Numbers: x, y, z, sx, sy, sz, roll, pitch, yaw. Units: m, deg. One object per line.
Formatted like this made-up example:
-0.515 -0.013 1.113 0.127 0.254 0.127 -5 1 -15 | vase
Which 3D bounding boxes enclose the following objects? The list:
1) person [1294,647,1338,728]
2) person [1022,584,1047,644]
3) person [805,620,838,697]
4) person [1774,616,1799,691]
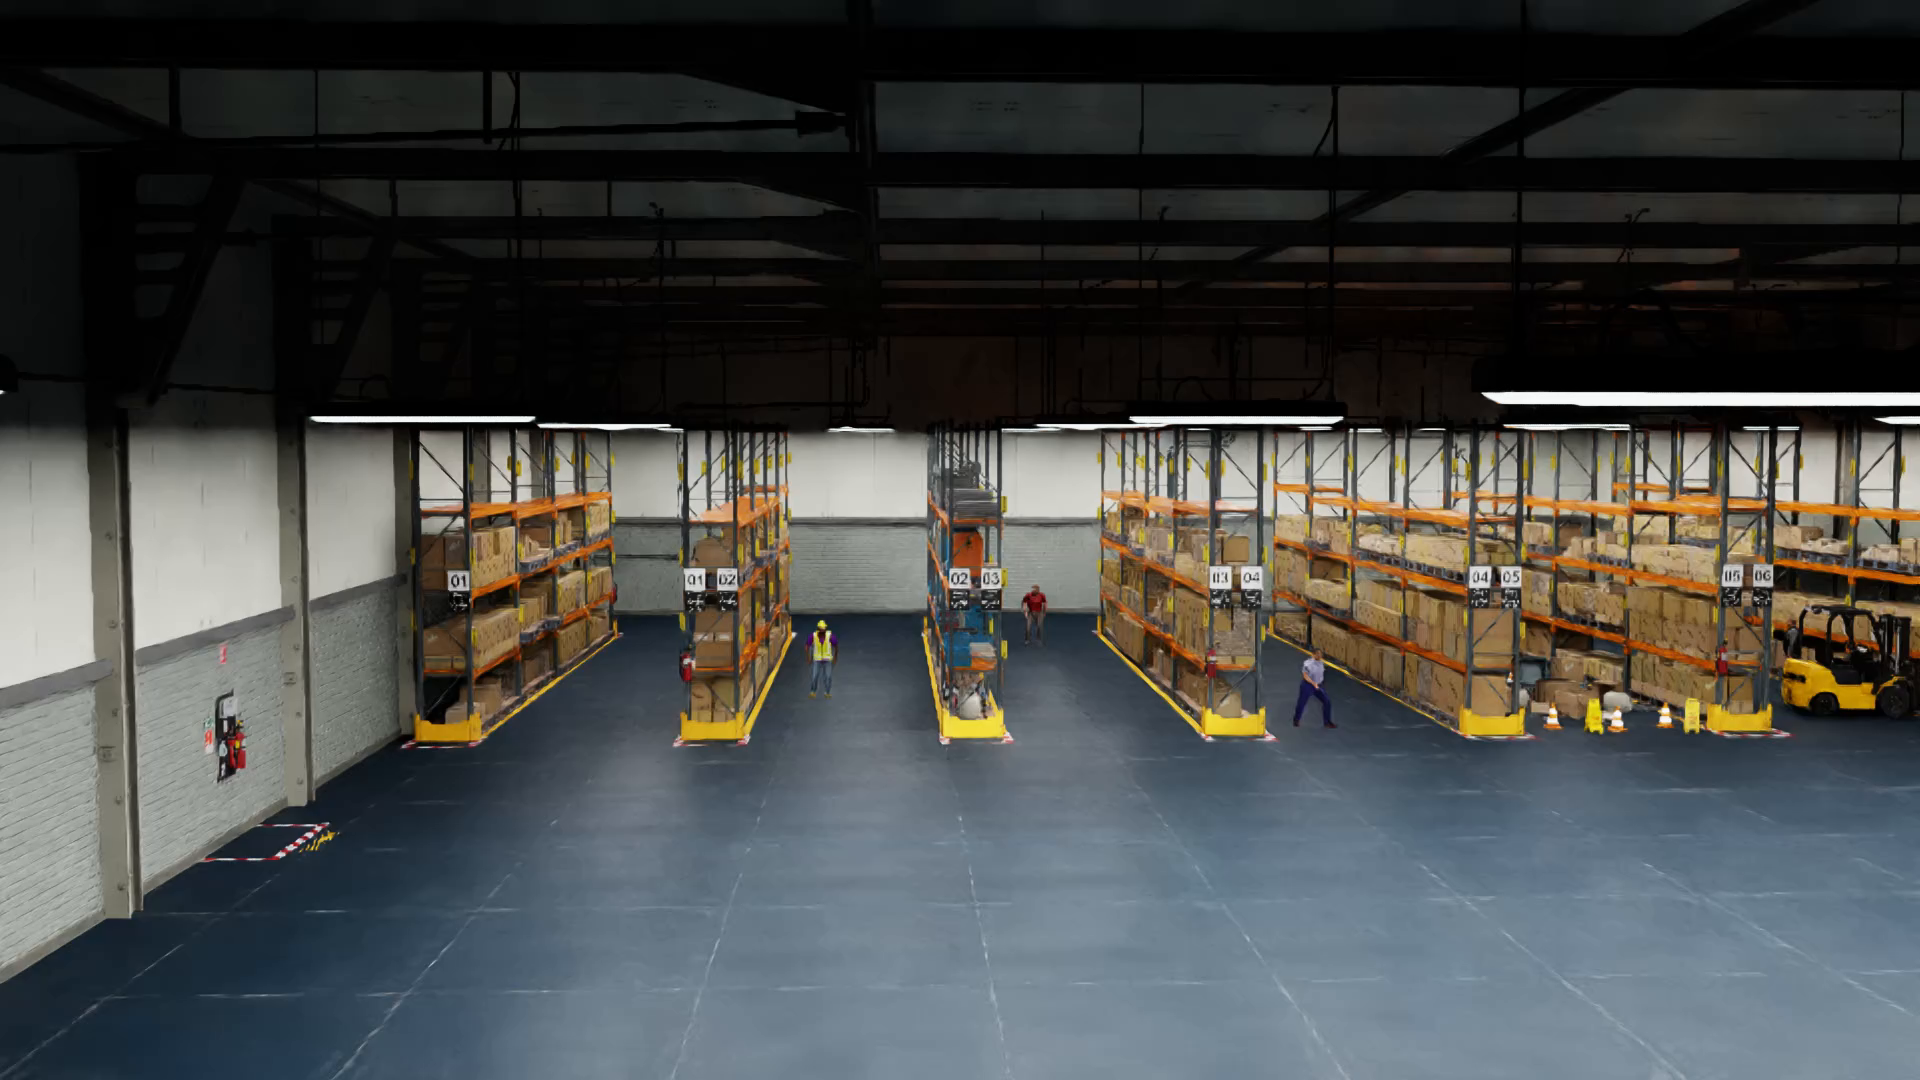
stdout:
6.893 2.850 32.397 0.656 1.582 0.796 -1 4 -22 | person
2.025 2.005 45.104 0.682 1.675 0.521 0 4 -5 | person
-2.994 2.571 35.973 0.719 1.714 0.578 0 4 -4 | person
18.227 2.511 36.505 0.567 1.715 0.634 2 4 24 | person
